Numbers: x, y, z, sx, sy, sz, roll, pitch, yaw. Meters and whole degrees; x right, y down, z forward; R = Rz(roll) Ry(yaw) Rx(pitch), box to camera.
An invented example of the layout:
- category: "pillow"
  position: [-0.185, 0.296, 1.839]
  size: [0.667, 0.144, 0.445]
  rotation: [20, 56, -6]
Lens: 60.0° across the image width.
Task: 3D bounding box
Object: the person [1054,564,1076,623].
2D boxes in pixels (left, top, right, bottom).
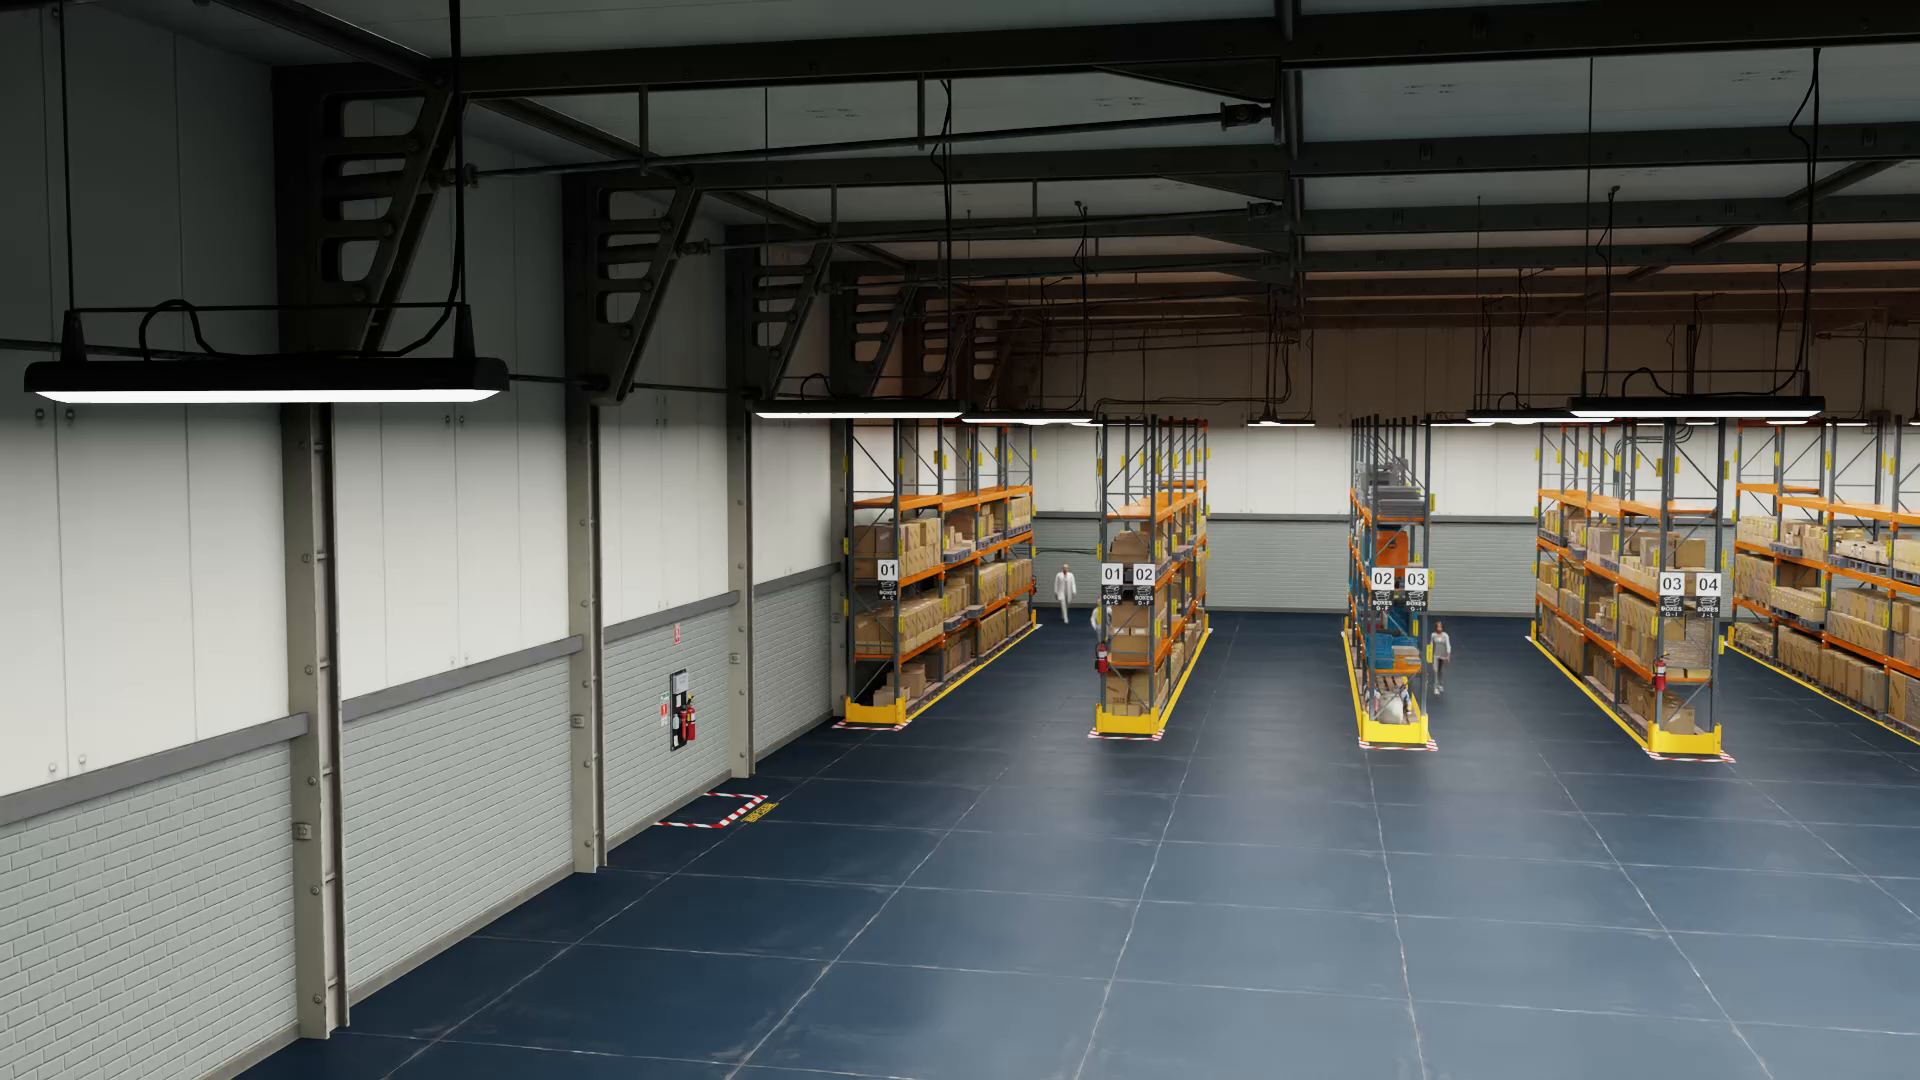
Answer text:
- category: "person"
  position: [3.114, 1.573, 49.076]
  size: [0.579, 1.712, 1.136]
  rotation: [-1, 4, -13]

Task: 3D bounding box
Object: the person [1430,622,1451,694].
- category: "person"
  position: [10.356, 2.540, 35.863]
  size: [0.434, 1.547, 0.942]
  rotation: [1, 4, 11]

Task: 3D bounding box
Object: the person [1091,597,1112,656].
- category: "person"
  position: [3.570, 2.188, 41.087]
  size: [0.671, 1.609, 0.694]
  rotation: [2, 4, 22]
